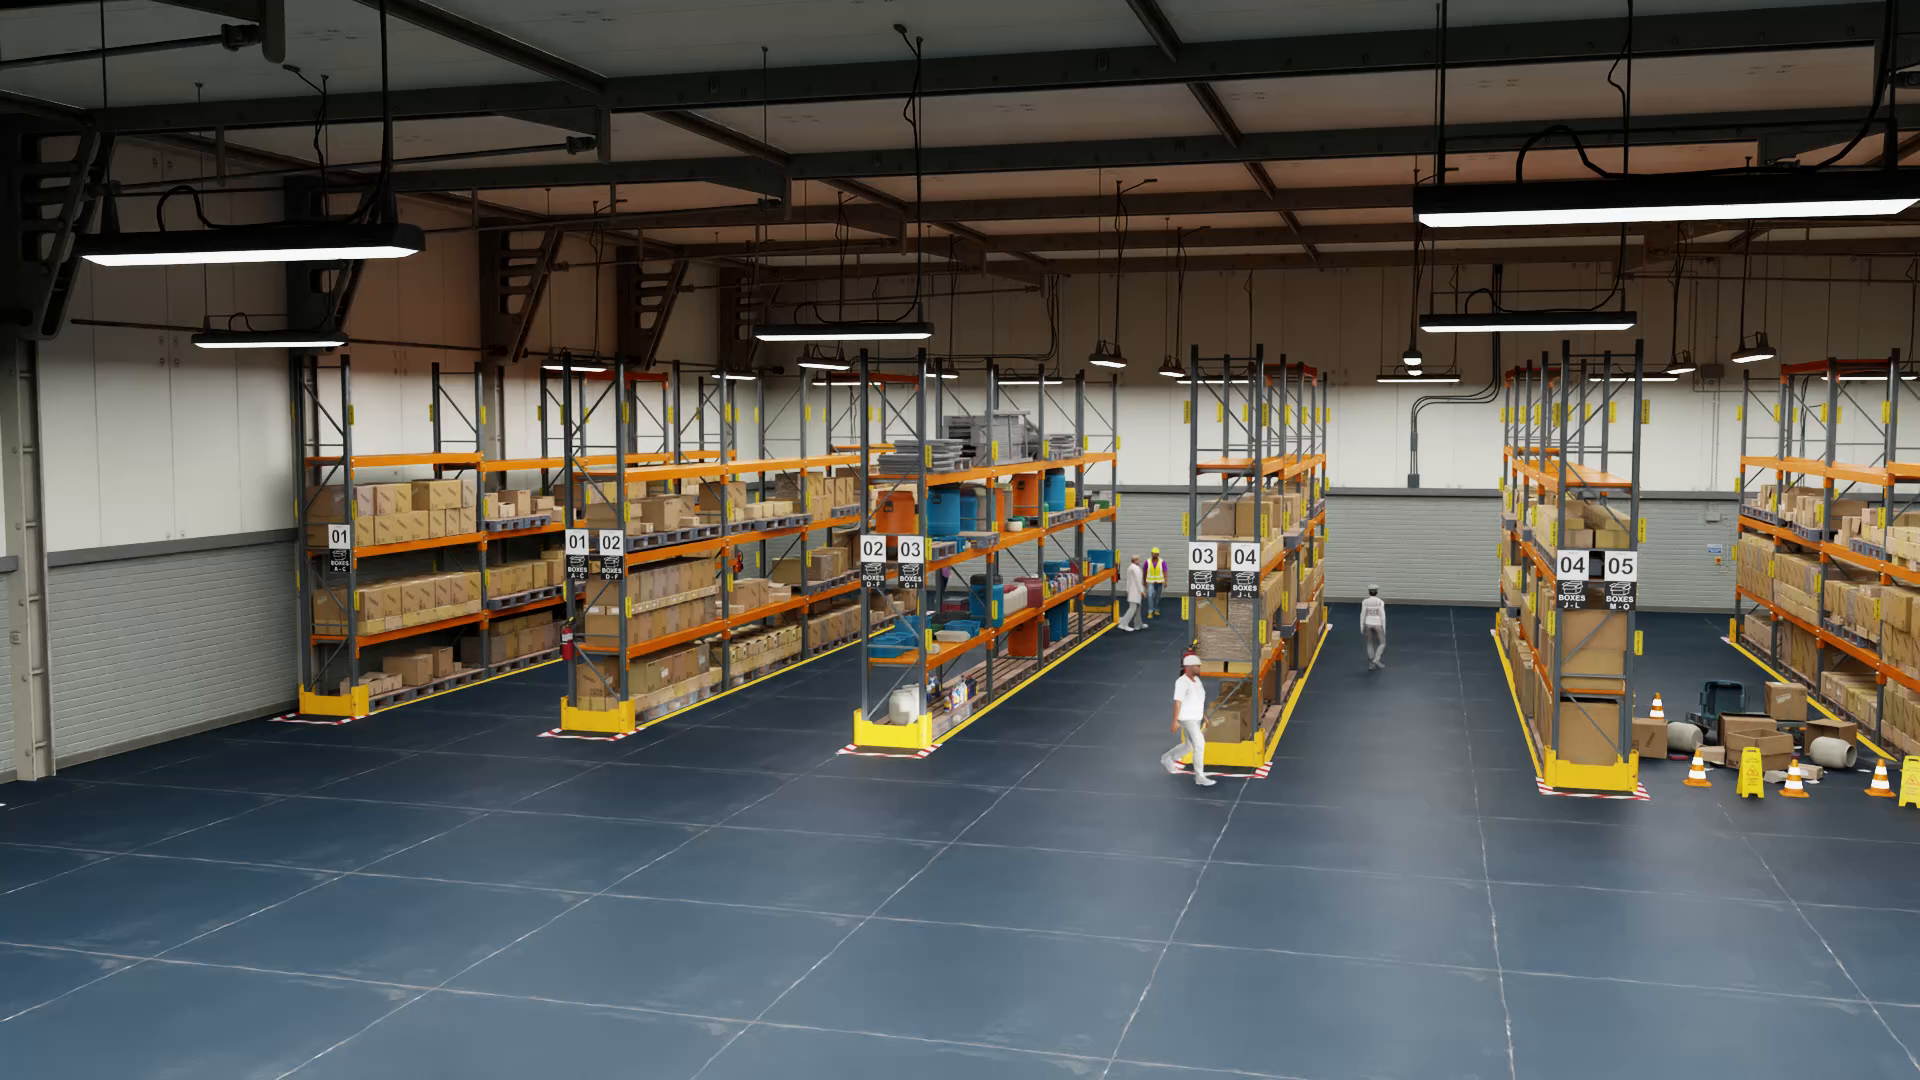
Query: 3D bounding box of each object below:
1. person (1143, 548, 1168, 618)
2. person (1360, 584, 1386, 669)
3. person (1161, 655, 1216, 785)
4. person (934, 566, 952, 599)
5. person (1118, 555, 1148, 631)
[{"bbox_3d":[4.823,1.040,40.994,0.580,1.698,1.047,0,4,3],"label":"person"},{"bbox_3d":[8.128,1.719,32.734,0.523,1.674,0.490,2,5,24],"label":"person"},{"bbox_3d":[3.131,2.439,22.761,0.956,1.725,0.560,3,5,30],"label":"person"},{"bbox_3d":[-0.453,0.931,43.724,0.429,1.529,1.022,-1,4,-16],"label":"person"},{"bbox_3d":[4.034,1.222,38.590,0.820,1.766,0.618,-1,4,-8],"label":"person"}]
